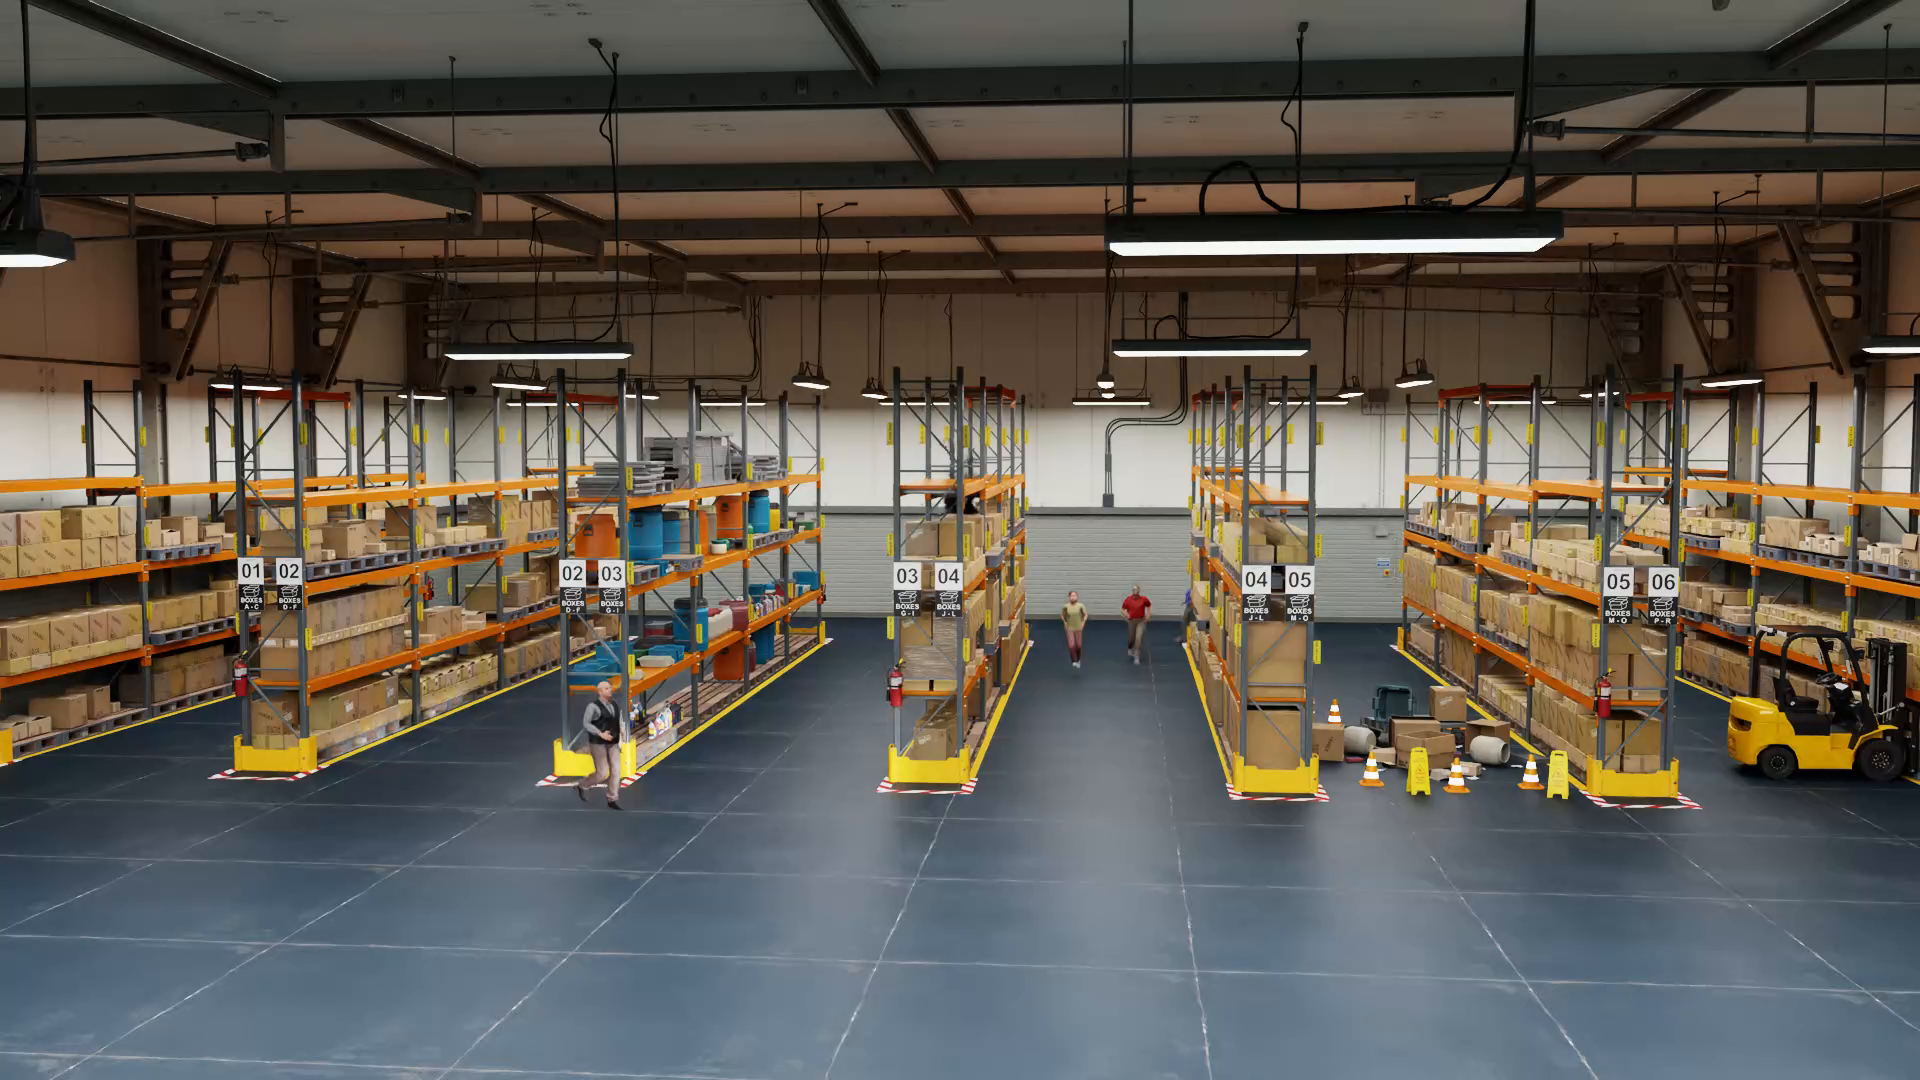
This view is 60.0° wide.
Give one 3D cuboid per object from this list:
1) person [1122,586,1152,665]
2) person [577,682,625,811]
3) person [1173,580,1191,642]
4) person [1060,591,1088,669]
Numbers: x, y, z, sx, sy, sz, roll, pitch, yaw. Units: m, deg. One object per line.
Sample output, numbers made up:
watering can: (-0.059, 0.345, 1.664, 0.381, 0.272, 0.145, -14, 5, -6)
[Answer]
person: (3.920, 1.868, 36.892, 0.671, 1.730, 0.910, 1, 4, 10)
person: (-4.802, 2.763, 22.438, 0.735, 1.724, 0.685, 3, 4, 35)
person: (5.644, 1.686, 40.428, 0.828, 1.605, 0.640, -1, 4, -19)
person: (2.336, 1.847, 34.131, 0.558, 1.622, 0.507, 0, 4, 7)
